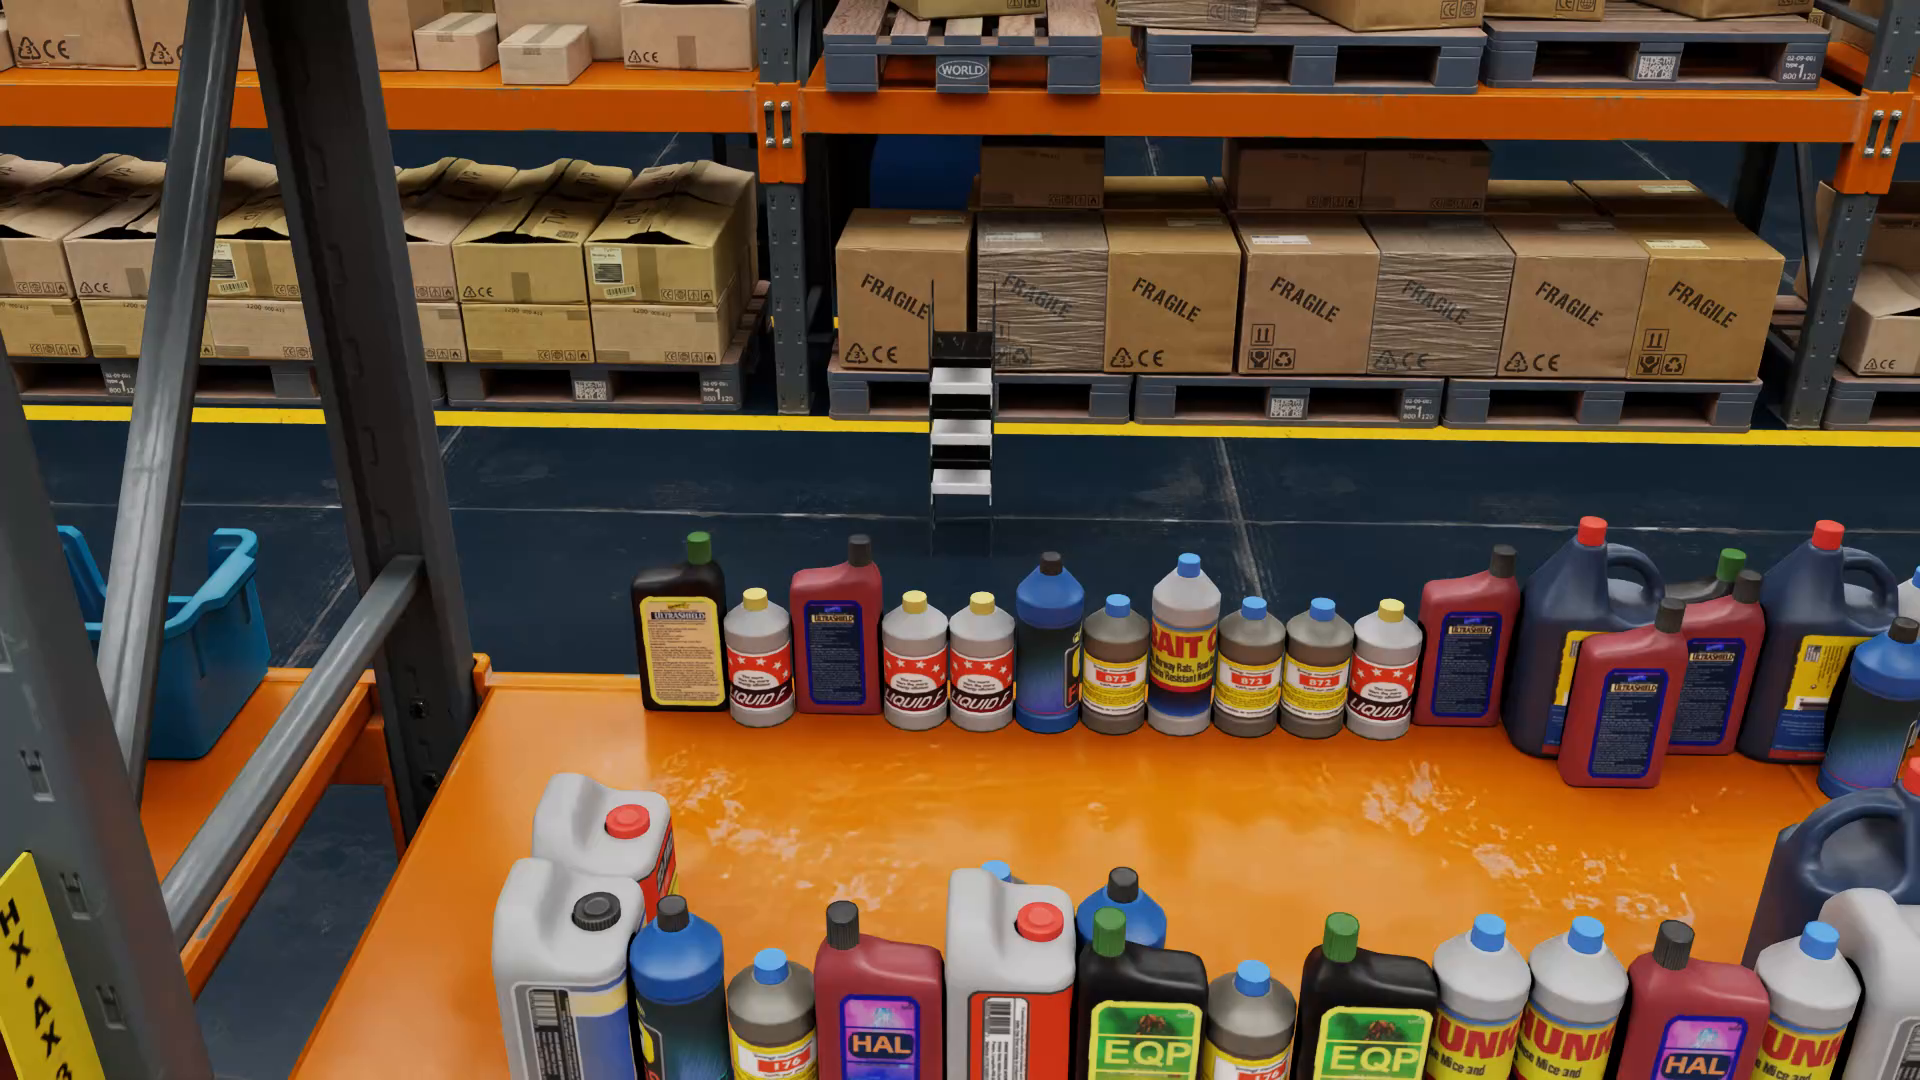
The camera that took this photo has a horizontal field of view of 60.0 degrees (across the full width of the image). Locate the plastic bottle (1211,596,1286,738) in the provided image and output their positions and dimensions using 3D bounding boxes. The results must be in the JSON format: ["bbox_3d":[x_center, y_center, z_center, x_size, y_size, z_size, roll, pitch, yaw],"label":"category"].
[{"bbox_3d":[0.421,0.178,2.424,0.097,0.201,0.097,0,28,0],"label":"plastic bottle"}]

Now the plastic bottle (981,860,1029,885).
[{"bbox_3d":[0.039,0.456,1.899,0.097,0.201,0.097,0,28,0],"label":"plastic bottle"}]

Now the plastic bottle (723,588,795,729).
[{"bbox_3d":[-0.296,0.166,2.446,0.097,0.201,0.097,0,28,0],"label":"plastic bottle"}]

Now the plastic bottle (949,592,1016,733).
[{"bbox_3d":[0.032,0.172,2.436,0.097,0.201,0.097,0,28,0],"label":"plastic bottle"}]

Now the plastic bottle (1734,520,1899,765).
[{"bbox_3d":[1.207,0.136,2.343,0.185,0.351,0.144,1,28,2],"label":"plastic bottle"}]

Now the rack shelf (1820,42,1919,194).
[{"bbox_3d":[5.345,-1.640,6.410,4.000,0.370,1.077,1,28,2],"label":"rack shelf"}]

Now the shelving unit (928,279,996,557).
[{"bbox_3d":[0.008,-0.397,5.539,0.210,0.900,0.258,1,28,2],"label":"shelving unit"}]

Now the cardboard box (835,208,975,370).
[{"bbox_3d":[-0.206,-1.006,6.644,0.500,0.500,0.500,2,28,4],"label":"cardboard box"}]

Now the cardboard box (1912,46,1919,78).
[{"bbox_3d":[3.846,-1.900,6.024,0.500,0.500,0.500,2,28,3],"label":"cardboard box"}]

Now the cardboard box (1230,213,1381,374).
[{"bbox_3d":[1.340,-0.983,6.601,0.500,0.500,0.500,0,28,0],"label":"cardboard box"}]

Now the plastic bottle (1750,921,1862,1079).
[{"bbox_3d":[0.860,0.510,1.722,0.097,0.271,0.097,0,28,0],"label":"plastic bottle"}]

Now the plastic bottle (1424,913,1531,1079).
[{"bbox_3d":[0.532,0.505,1.733,0.097,0.271,0.097,0,28,0],"label":"plastic bottle"}]

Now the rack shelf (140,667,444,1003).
[{"bbox_3d":[-2.829,0.546,2.286,4.000,0.370,1.077,1,28,2],"label":"rack shelf"}]

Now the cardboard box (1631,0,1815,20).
[{"bbox_3d":[2.881,-2.334,6.394,0.500,0.500,0.700,-8,29,-15],"label":"cardboard box"}]

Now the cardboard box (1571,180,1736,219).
[{"bbox_3d":[2.871,-1.203,7.017,0.500,0.500,0.500,0,28,-1],"label":"cardboard box"}]

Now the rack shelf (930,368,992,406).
[{"bbox_3d":[0.008,-0.527,5.470,0.200,0.077,0.258,1,28,2],"label":"rack shelf"}]

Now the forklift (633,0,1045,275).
[{"bbox_3d":[-0.863,-2.853,8.002,3.031,2.935,1.130,1,28,3],"label":"forklift"}]

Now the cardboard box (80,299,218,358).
[{"bbox_3d":[-3.226,-0.955,6.837,0.500,0.250,0.500,0,28,0],"label":"cardboard box"}]

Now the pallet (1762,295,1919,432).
[{"bbox_3d":[4.033,-0.747,6.935,1.213,0.211,1.003,1,28,2],"label":"pallet"}]

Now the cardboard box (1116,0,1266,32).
[{"bbox_3d":[0.889,-2.225,6.190,0.500,0.500,0.700,6,29,11],"label":"cardboard box"}]

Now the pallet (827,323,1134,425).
[{"bbox_3d":[0.094,-0.795,7.025,1.213,0.211,1.003,1,28,2],"label":"pallet"}]

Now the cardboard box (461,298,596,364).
[{"bbox_3d":[-1.701,-0.930,6.788,0.500,0.250,0.500,1,28,1],"label":"cardboard box"}]

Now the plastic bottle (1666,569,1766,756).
[{"bbox_3d":[1.048,0.172,2.347,0.133,0.283,0.061,1,28,2],"label":"plastic bottle"}]

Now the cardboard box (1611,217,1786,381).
[{"bbox_3d":[2.843,-0.955,6.549,0.500,0.500,0.500,1,28,2],"label":"cardboard box"}]

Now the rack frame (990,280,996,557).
[{"bbox_3d":[0.110,-0.396,5.536,0.006,0.900,0.240,1,28,2],"label":"rack frame"}]

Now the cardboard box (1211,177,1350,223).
[{"bbox_3d":[1.334,-1.227,7.062,0.500,0.500,0.500,0,28,0],"label":"cardboard box"}]

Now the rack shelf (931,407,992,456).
[{"bbox_3d":[0.008,-0.368,5.555,0.200,0.077,0.258,1,28,2],"label":"rack shelf"}]

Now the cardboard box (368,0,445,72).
[{"bbox_3d":[-2.329,-2.122,6.443,0.500,0.500,0.500,-1,28,-1],"label":"cardboard box"}]

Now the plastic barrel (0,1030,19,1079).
[{"bbox_3d":[-1.304,0.335,1.770,0.708,0.536,0.600,1,28,2],"label":"plastic barrel"}]

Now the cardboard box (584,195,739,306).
[{"bbox_3d":[-1.183,-1.169,6.642,0.500,0.311,0.500,2,28,3],"label":"cardboard box"}]

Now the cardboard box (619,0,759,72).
[{"bbox_3d":[-1.013,-2.045,6.499,0.500,0.311,0.500,3,28,5],"label":"cardboard box"}]

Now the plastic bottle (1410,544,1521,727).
[{"bbox_3d":[0.732,0.138,2.411,0.133,0.283,0.061,1,28,2],"label":"plastic bottle"}]

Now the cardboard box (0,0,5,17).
[{"bbox_3d":[-3.764,-2.136,6.720,0.258,0.266,0.396,0,28,1],"label":"cardboard box"}]

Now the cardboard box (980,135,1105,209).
[{"bbox_3d":[0.348,-1.574,6.915,0.500,0.250,0.500,2,28,4],"label":"cardboard box"}]

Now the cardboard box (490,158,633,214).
[{"bbox_3d":[-1.690,-1.427,7.127,0.500,0.311,0.500,0,28,1],"label":"cardboard box"}]

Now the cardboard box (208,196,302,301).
[{"bbox_3d":[-2.708,-1.194,6.688,0.500,0.311,0.500,2,28,3],"label":"cardboard box"}]

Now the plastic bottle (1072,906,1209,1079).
[{"bbox_3d":[0.186,0.502,1.725,0.133,0.283,0.061,1,28,2],"label":"plastic bottle"}]

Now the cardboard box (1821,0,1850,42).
[{"bbox_3d":[5.809,-3.306,11.005,0.500,0.500,0.700,0,28,0],"label":"cardboard box"}]

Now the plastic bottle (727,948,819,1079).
[{"bbox_3d":[-0.197,0.524,1.772,0.097,0.201,0.097,0,28,0],"label":"plastic bottle"}]

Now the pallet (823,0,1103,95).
[{"bbox_3d":[0.029,-1.994,6.514,1.003,0.211,1.213,1,28,2],"label":"pallet"}]

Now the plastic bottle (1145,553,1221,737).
[{"bbox_3d":[0.324,0.146,2.410,0.097,0.271,0.097,0,28,0],"label":"plastic bottle"}]

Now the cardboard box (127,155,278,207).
[{"bbox_3d":[-3.215,-1.454,7.180,0.500,0.311,0.500,1,28,2],"label":"cardboard box"}]

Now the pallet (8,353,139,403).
[{"bbox_3d":[-3.911,-0.898,7.218,1.213,0.211,1.003,1,28,2],"label":"pallet"}]
